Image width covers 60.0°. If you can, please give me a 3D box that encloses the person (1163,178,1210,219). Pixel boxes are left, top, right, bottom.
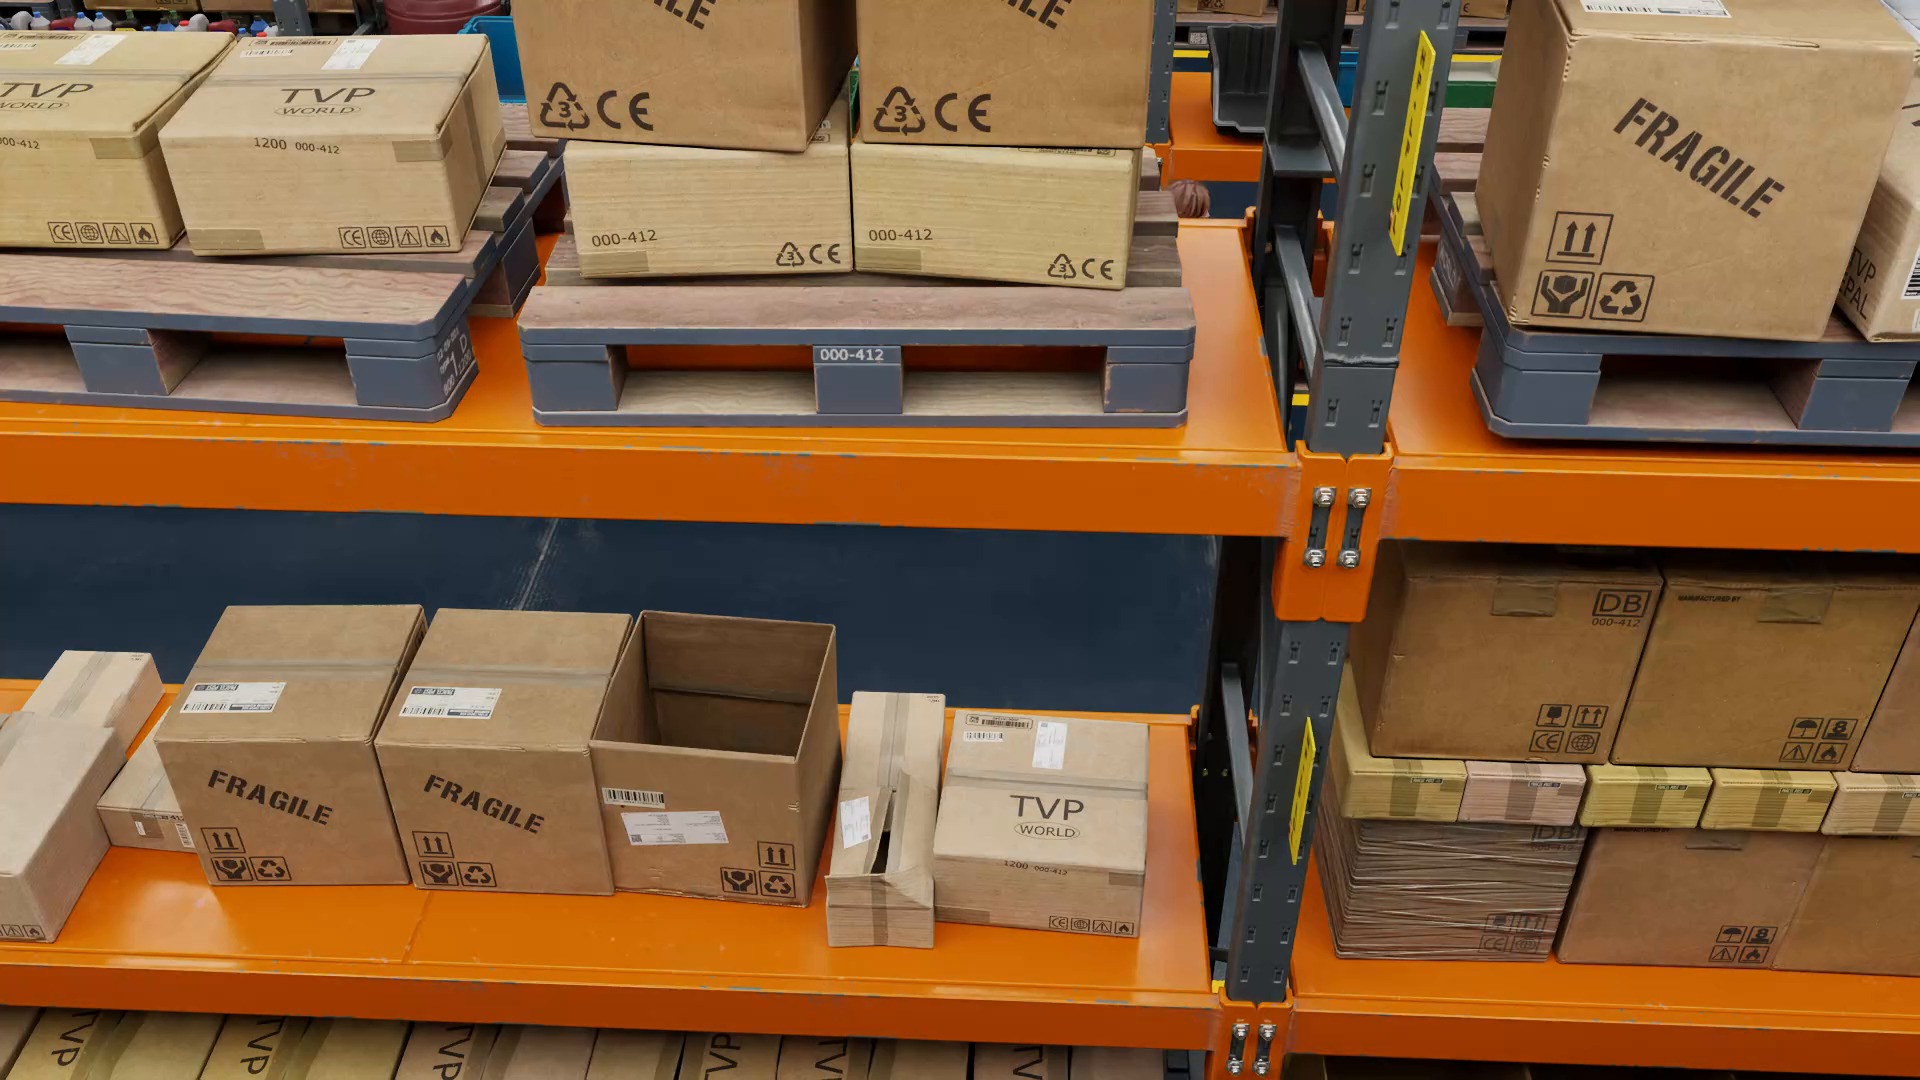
[{"bbox_3d":[0.897,-0.824,7.279,0.336,1.599,0.450,1,36,1],"label":"person"}]
